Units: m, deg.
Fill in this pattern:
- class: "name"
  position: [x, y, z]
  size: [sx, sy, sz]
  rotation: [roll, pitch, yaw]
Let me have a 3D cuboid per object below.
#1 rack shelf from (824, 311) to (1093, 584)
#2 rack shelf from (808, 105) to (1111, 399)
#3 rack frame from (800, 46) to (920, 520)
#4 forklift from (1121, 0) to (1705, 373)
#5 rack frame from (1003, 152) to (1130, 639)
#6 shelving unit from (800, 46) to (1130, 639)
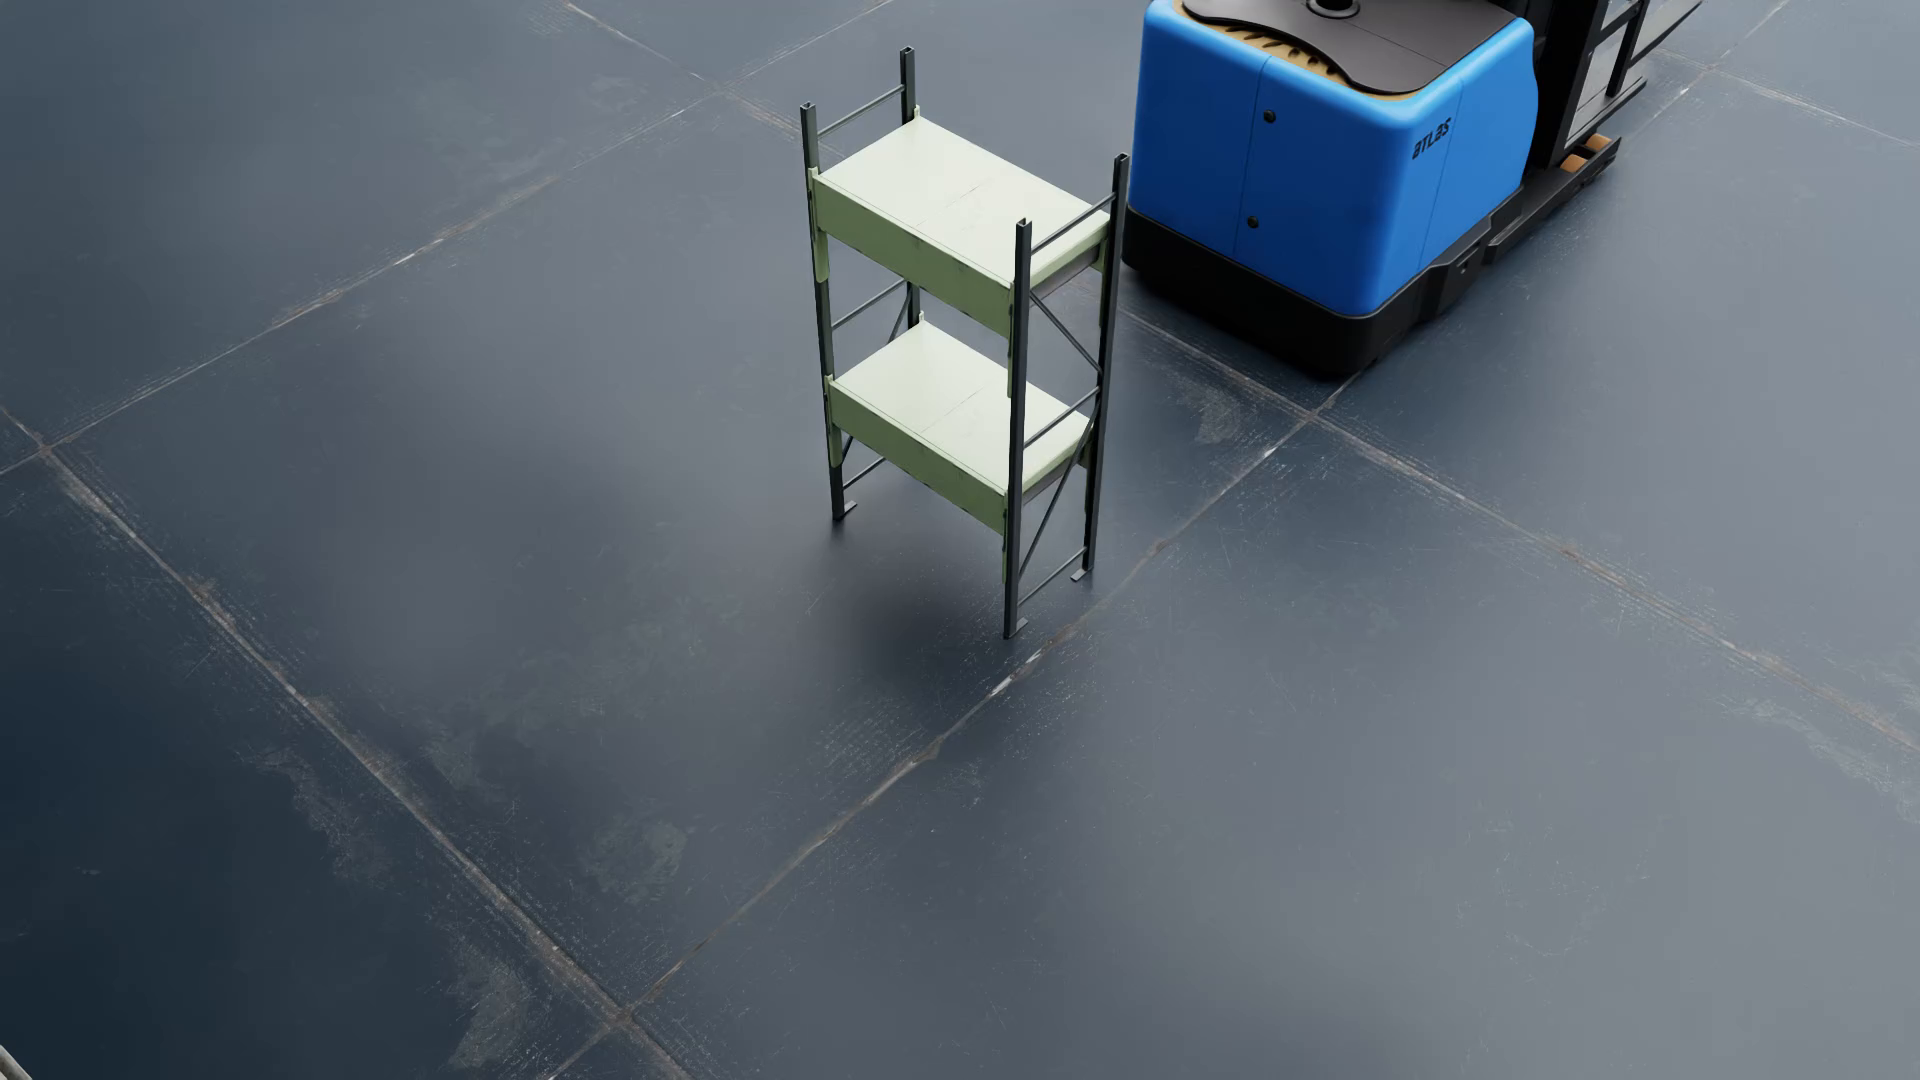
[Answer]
- class: "rack shelf"
  position: [0.005, -0.287, 4.938]
  size: [0.720, 0.370, 0.431]
  rotation: [34, 55, 28]
- class: "rack shelf"
  position: [0.005, -0.777, 4.416]
  size: [0.720, 0.370, 0.431]
  rotation: [34, 55, 28]
- class: "rack frame"
  position: [-0.264, -0.691, 4.870]
  size: [0.023, 1.500, 0.400]
  rotation: [34, 55, 28]
- class: "forklift"
  position: [1.952, -2.564, 5.647]
  size: [1.130, 2.935, 3.031]
  rotation: [34, 55, 27]
- class: "rack frame"
  position: [0.274, -0.329, 4.530]
  size: [0.023, 1.500, 0.400]
  rotation: [34, 55, 28]
- class: "shelving unit"
  position: [0.005, -0.510, 4.700]
  size: [0.755, 1.500, 0.431]
  rotation: [34, 55, 28]
